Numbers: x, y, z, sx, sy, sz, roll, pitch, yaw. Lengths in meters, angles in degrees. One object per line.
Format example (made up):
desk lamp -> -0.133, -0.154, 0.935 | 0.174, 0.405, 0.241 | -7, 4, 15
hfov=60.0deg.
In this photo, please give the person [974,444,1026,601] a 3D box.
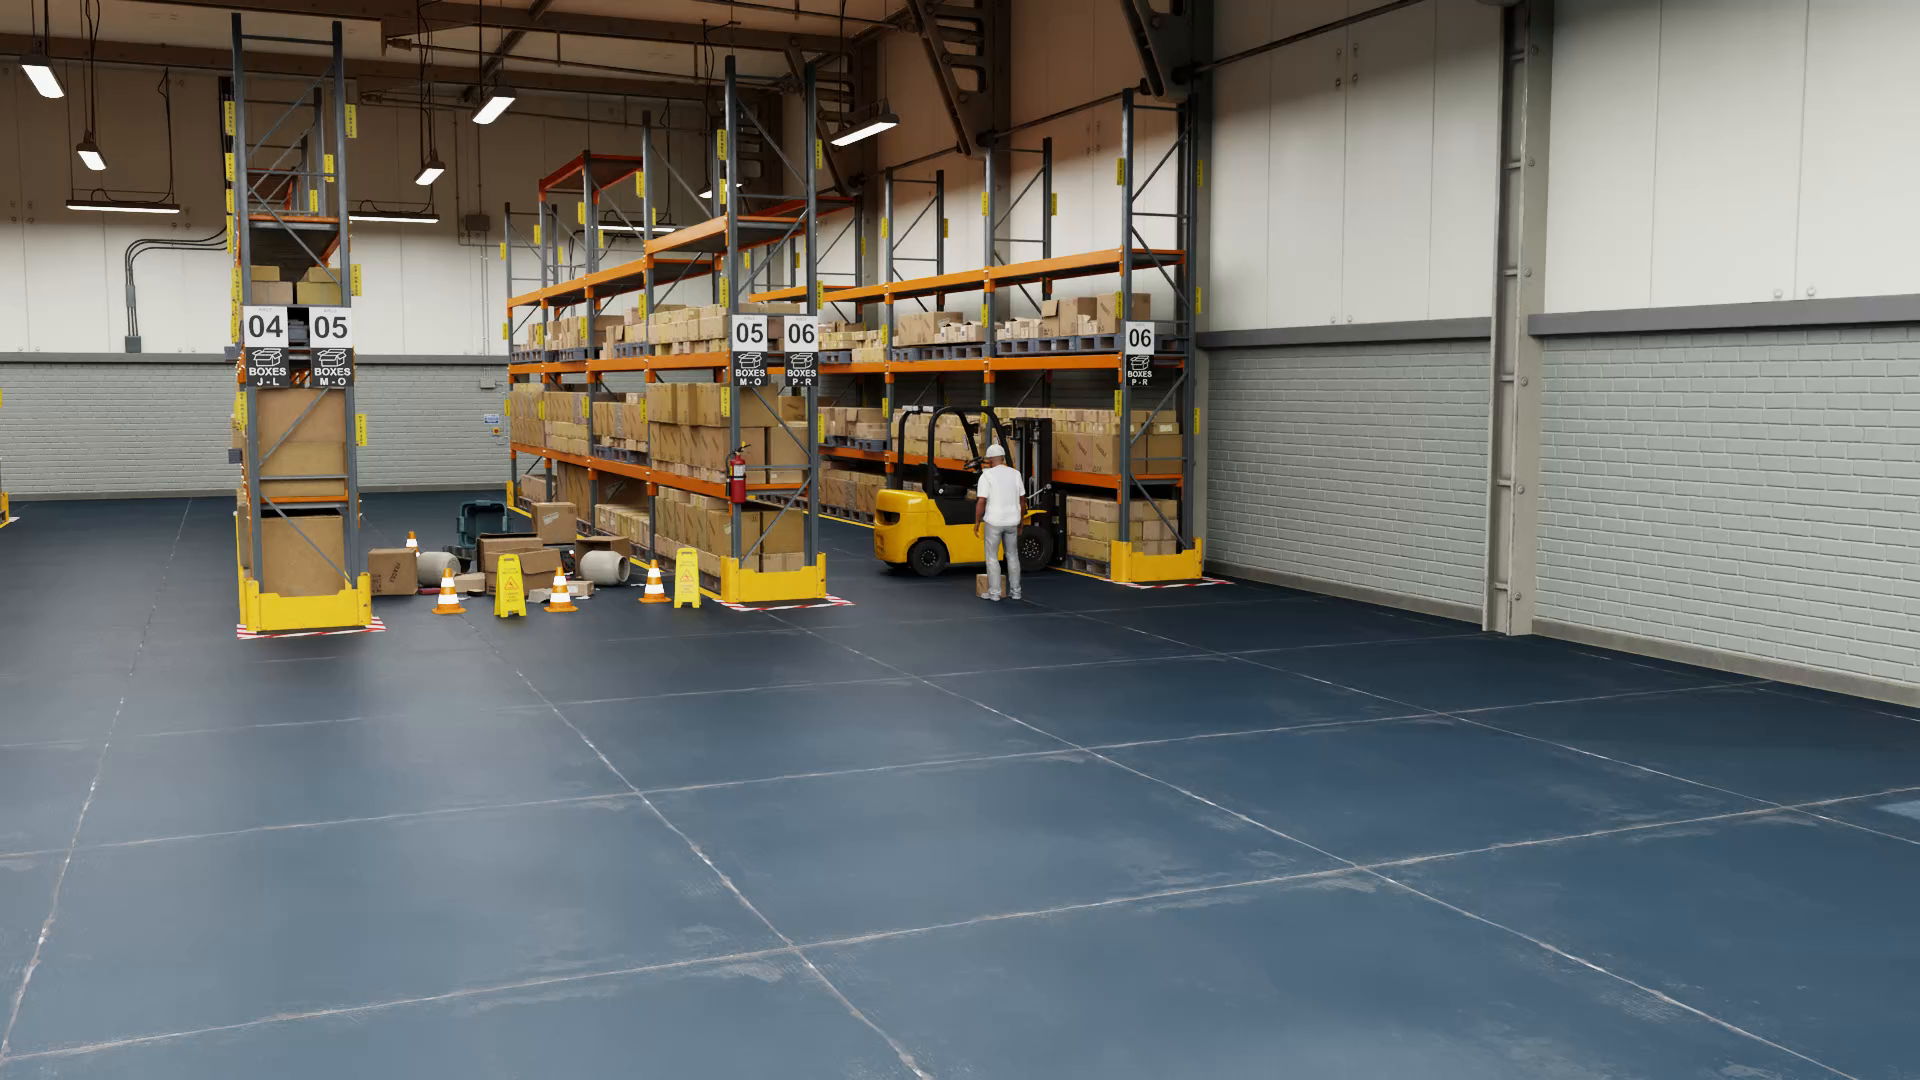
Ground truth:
person -> 0.451, -0.204, 18.840 | 0.637, 1.761, 0.455 | -3, 6, -26
